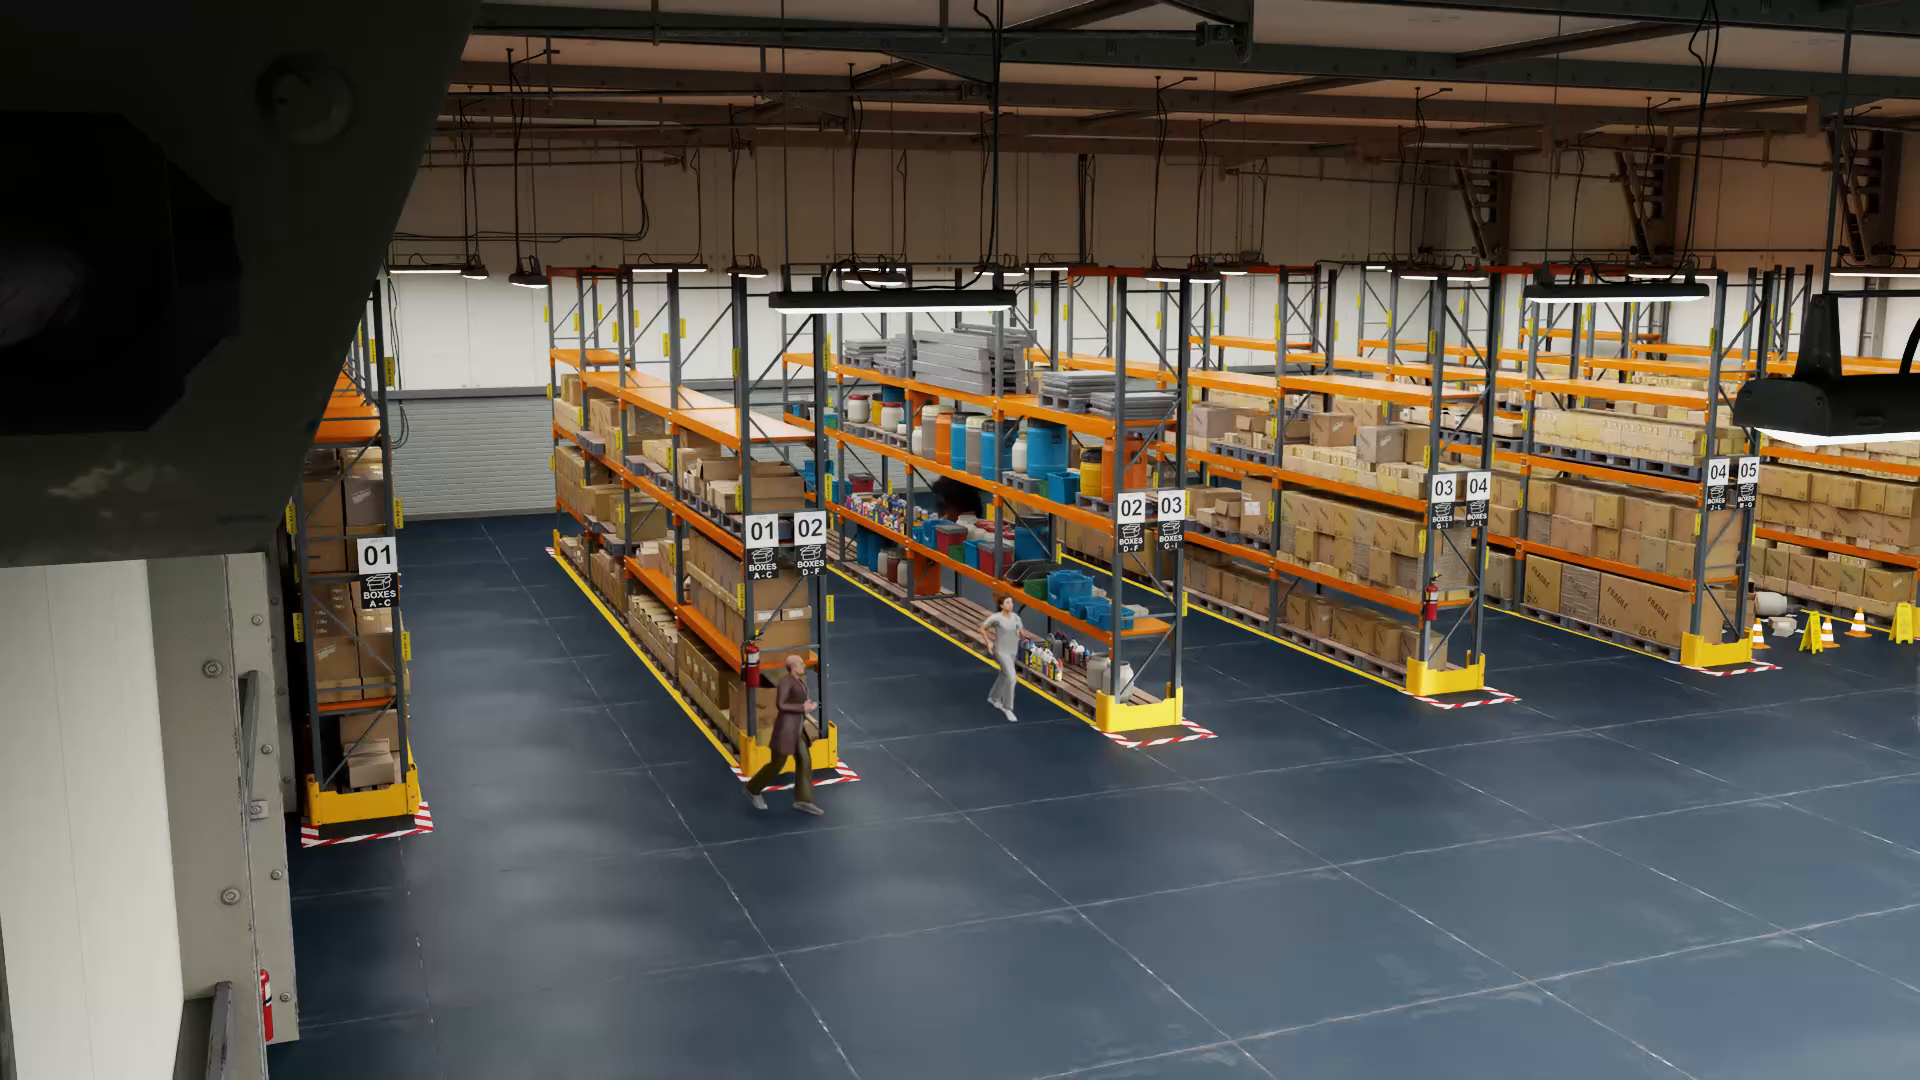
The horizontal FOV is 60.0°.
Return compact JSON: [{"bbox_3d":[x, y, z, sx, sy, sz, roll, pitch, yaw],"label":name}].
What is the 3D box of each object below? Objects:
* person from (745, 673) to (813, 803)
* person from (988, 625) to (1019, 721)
[{"bbox_3d":[-1.992,2.232,19.038,0.807,1.465,0.715,3,10,16],"label":"person"},{"bbox_3d":[0.571,1.786,22.785,0.294,1.311,0.699,-9,13,-41],"label":"person"}]
